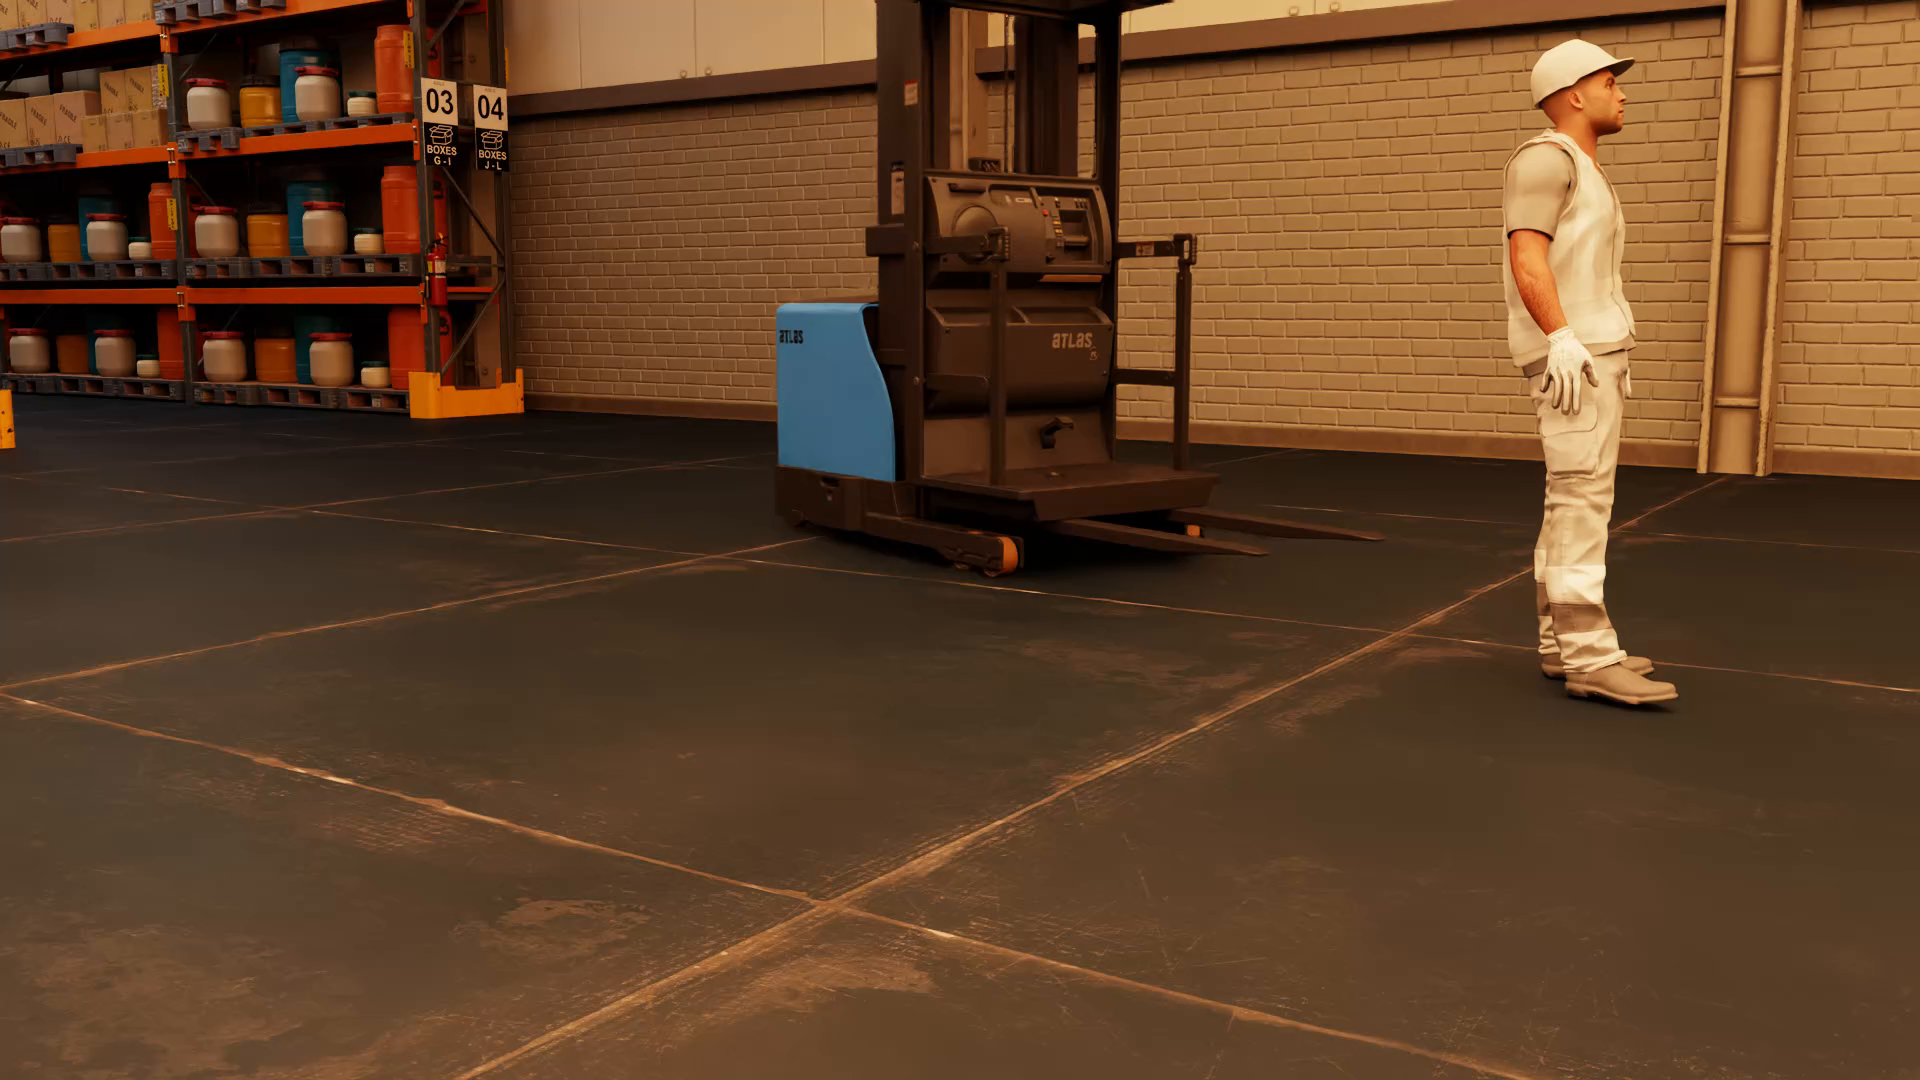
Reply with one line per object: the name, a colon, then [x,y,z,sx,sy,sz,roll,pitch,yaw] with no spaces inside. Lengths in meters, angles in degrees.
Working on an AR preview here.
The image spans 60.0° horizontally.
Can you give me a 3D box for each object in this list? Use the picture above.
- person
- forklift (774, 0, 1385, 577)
person: [1.795,-0.488,4.631,0.565,1.787,0.638,5,10,32]
forklift: [0.390,-1.381,6.905,1.130,2.935,3.031,-6,10,-36]
